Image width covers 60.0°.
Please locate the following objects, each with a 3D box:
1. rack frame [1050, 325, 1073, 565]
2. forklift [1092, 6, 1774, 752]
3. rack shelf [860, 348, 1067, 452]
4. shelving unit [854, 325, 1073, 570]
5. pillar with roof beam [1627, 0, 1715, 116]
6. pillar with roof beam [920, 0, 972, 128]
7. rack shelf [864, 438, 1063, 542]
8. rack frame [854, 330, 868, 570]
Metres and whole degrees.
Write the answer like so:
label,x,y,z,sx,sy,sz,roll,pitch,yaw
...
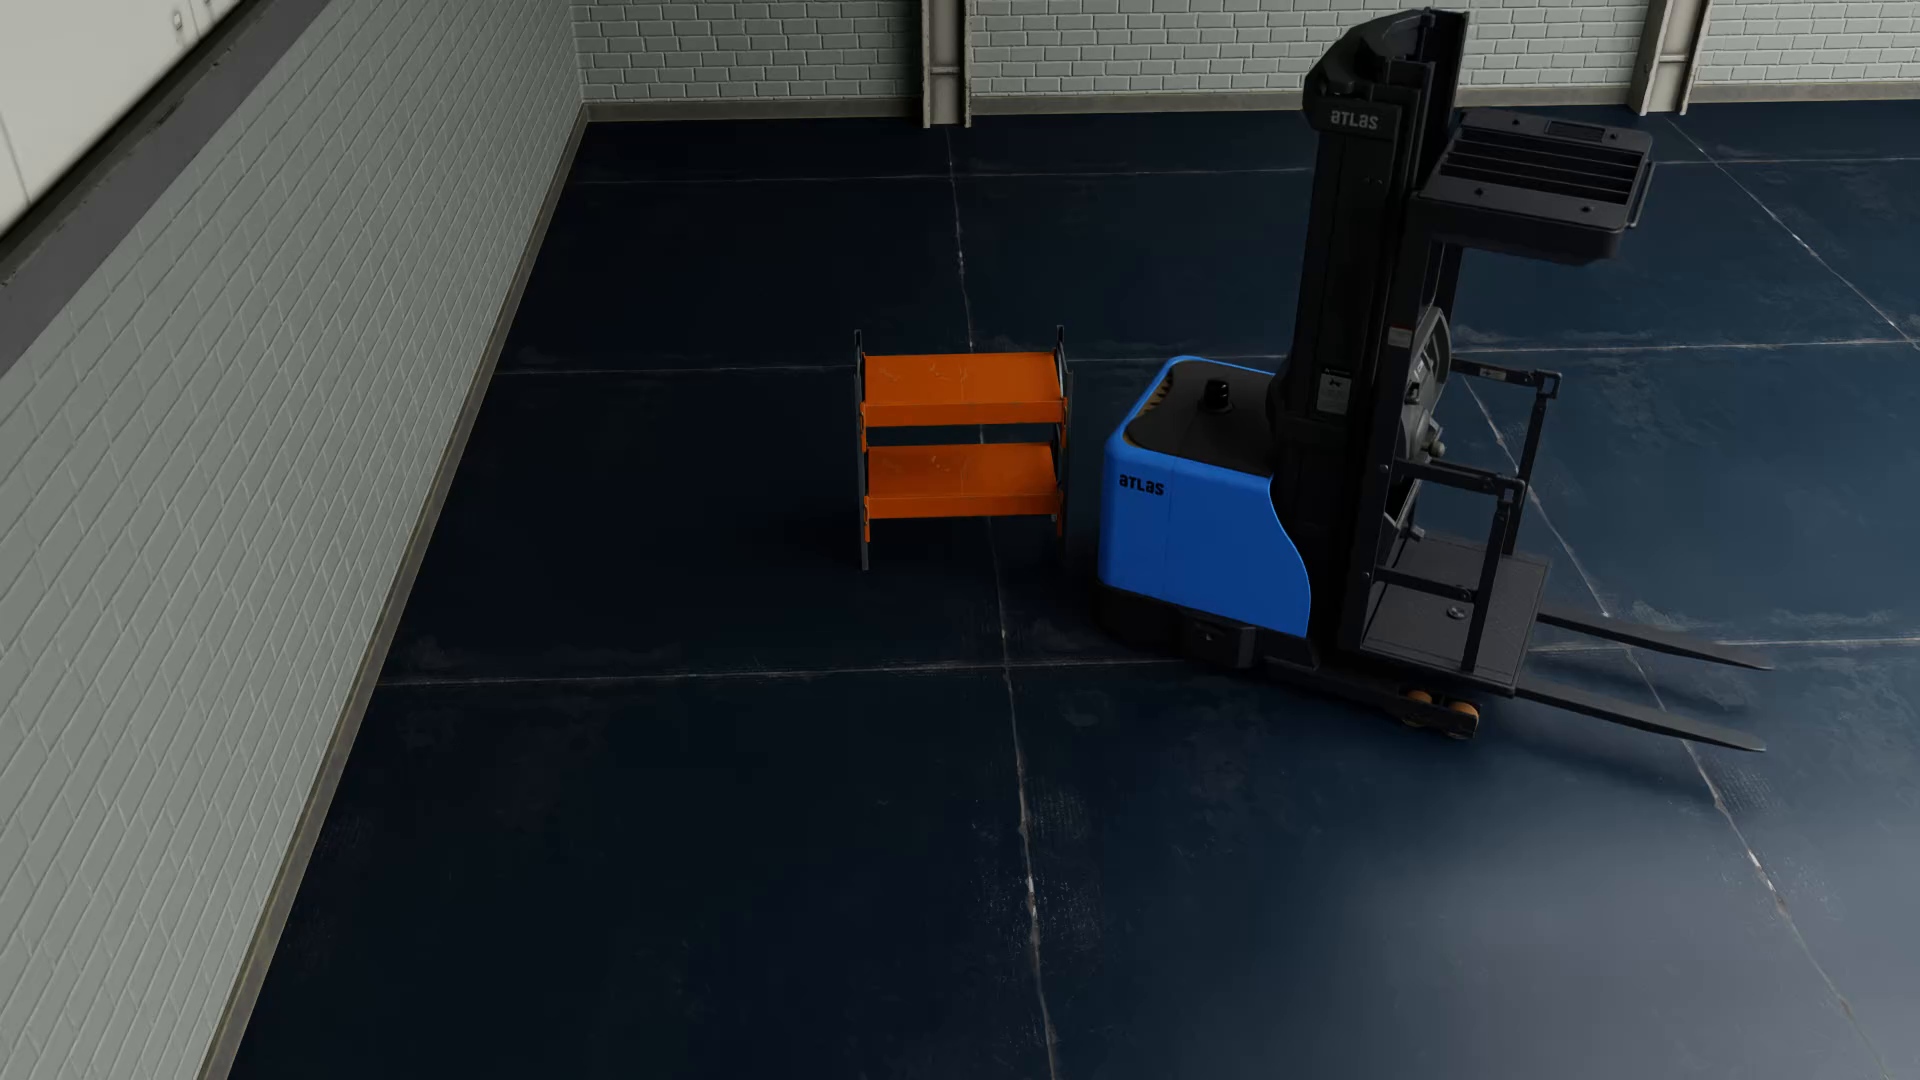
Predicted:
label,x,y,z,sx,sy,sz,roll,pitch,yaw
rack frame,0.515,-0.476,8.486,0.032,1.125,0.500,-2,35,-2
forklift,2.203,-0.655,7.158,3.031,2.935,1.130,15,37,20
rack shelf,0.007,-0.703,8.300,1.000,0.278,0.538,-2,35,-2
shelving unit,0.007,-0.463,8.466,1.048,1.125,0.538,-2,35,-2
pillar with roof beam,6.082,-4.899,7.957,0.400,9.000,9.100,-2,35,-2
pillar with roof beam,0.089,-4.737,7.724,0.400,9.000,9.100,-2,35,-2
rack shelf,0.007,-0.262,8.606,1.000,0.278,0.538,-2,35,-2
rack frame,-0.501,-0.449,8.447,0.032,1.125,0.500,-2,35,-2
